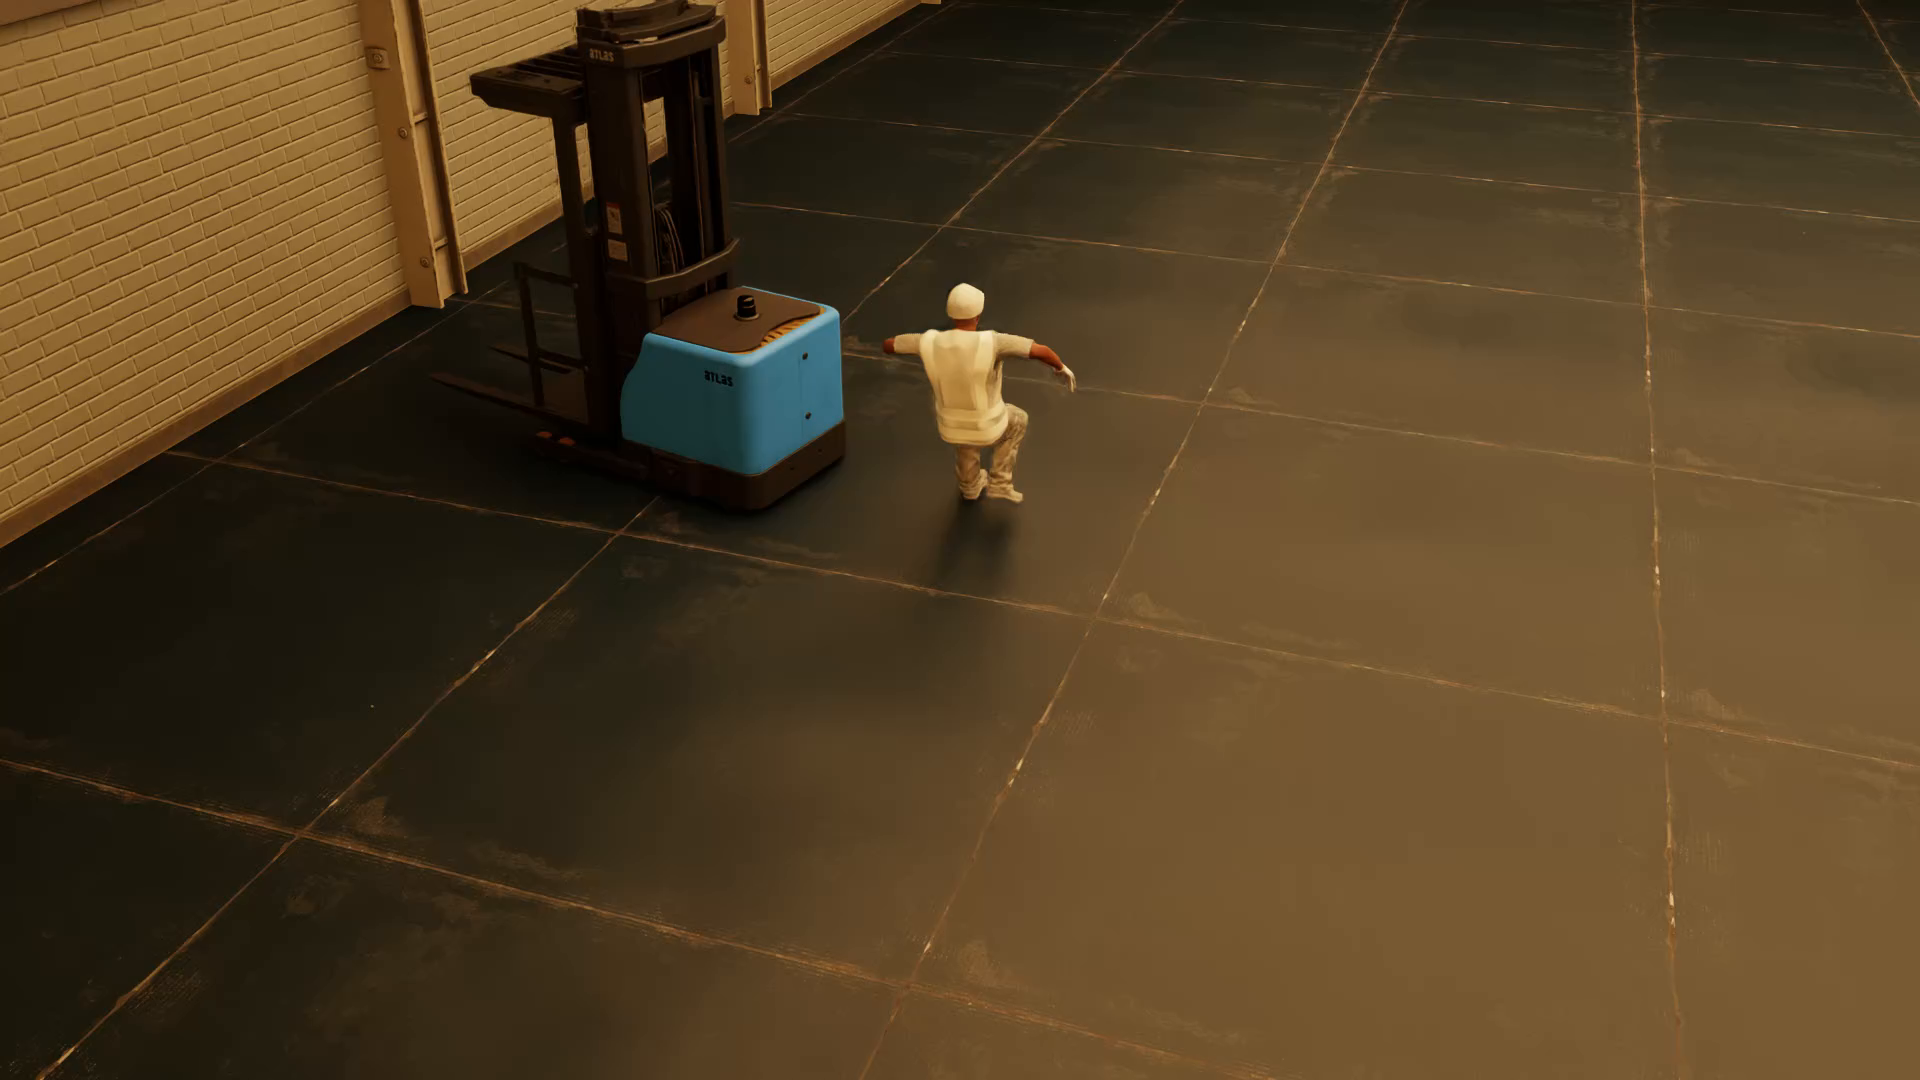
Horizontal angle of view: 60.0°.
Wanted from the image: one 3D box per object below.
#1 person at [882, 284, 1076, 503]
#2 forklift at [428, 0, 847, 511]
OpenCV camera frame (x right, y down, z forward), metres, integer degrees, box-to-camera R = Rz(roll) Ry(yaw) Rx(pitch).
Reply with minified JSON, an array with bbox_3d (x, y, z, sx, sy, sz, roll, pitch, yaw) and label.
[{"bbox_3d":[0.112,-0.865,10.019,1.234,1.593,0.857,10,31,16],"label":"person"},{"bbox_3d":[-2.273,-1.986,10.621,3.031,2.935,1.130,17,34,27],"label":"forklift"}]
